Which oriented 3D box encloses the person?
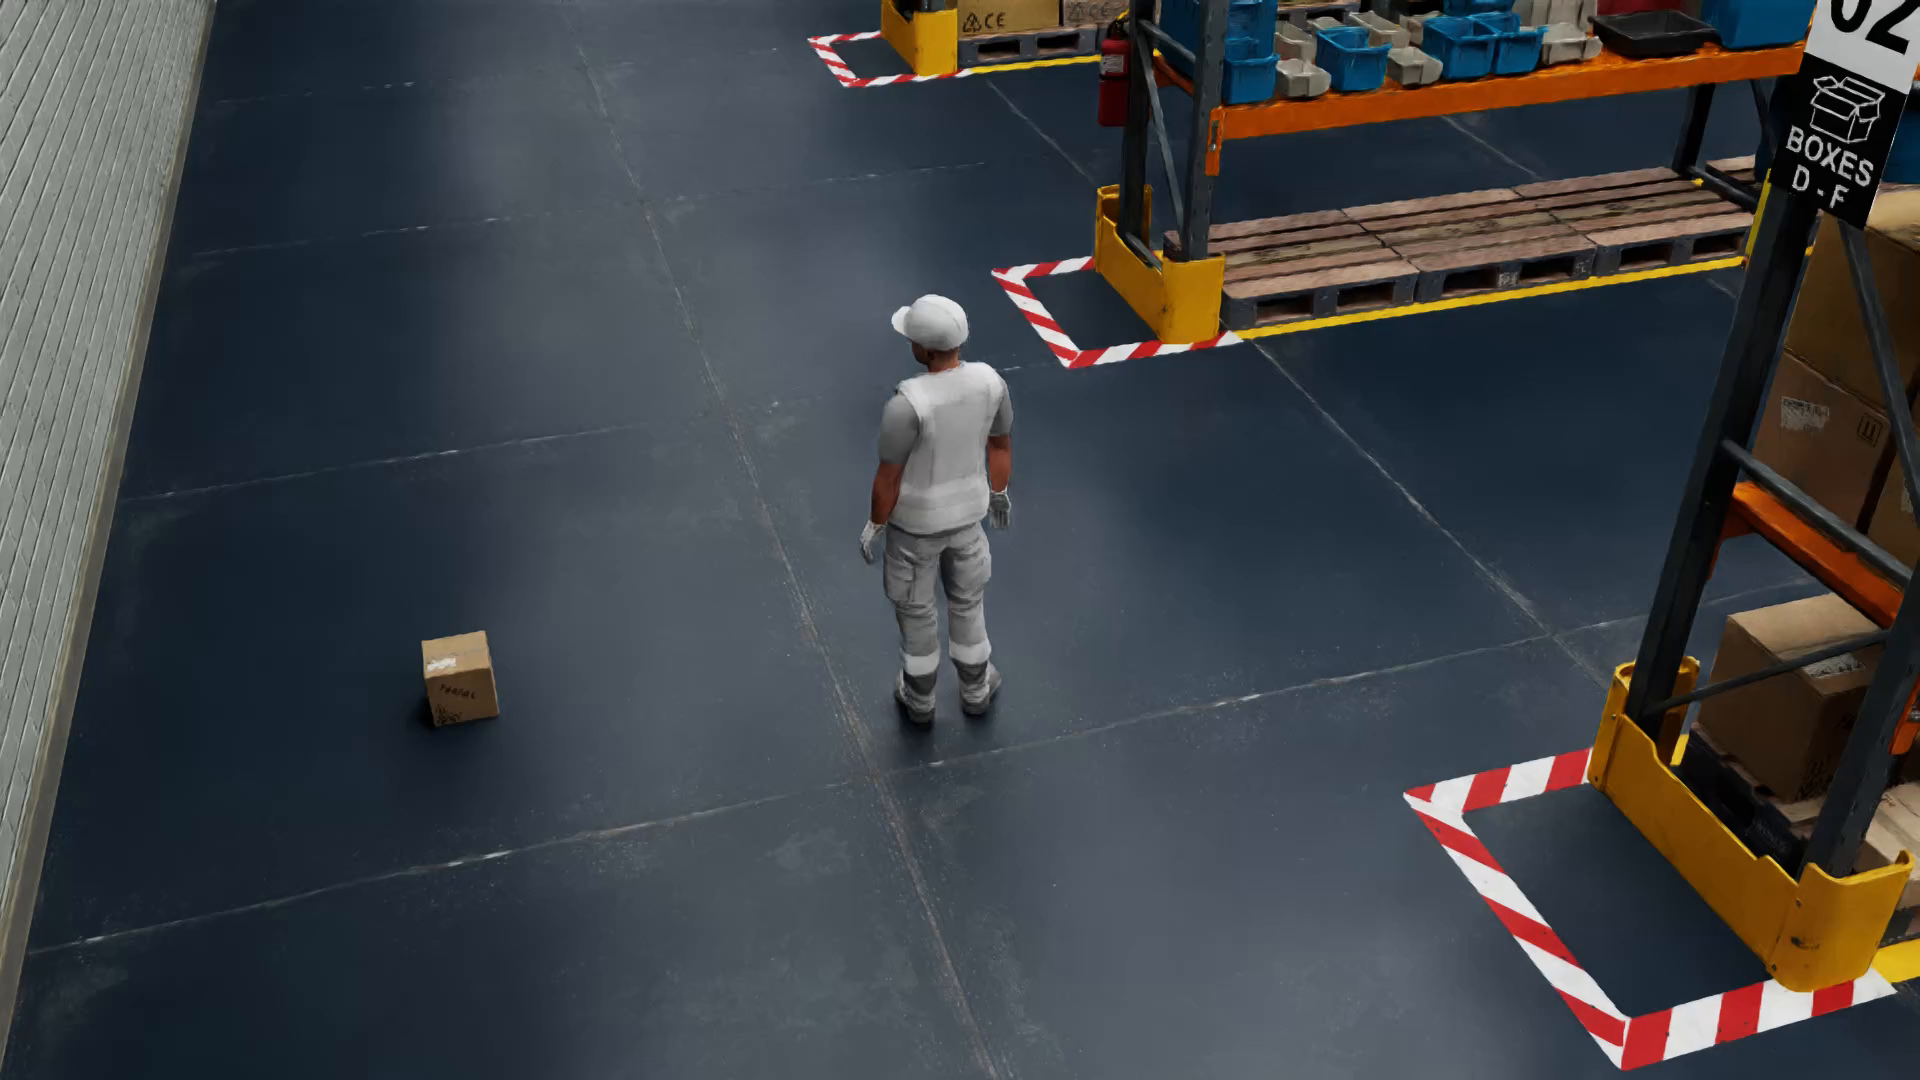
[{"bbox_3d":[-0.086,-0.101,6.218,0.636,1.797,0.378,-18,37,-24],"label":"person"}]
